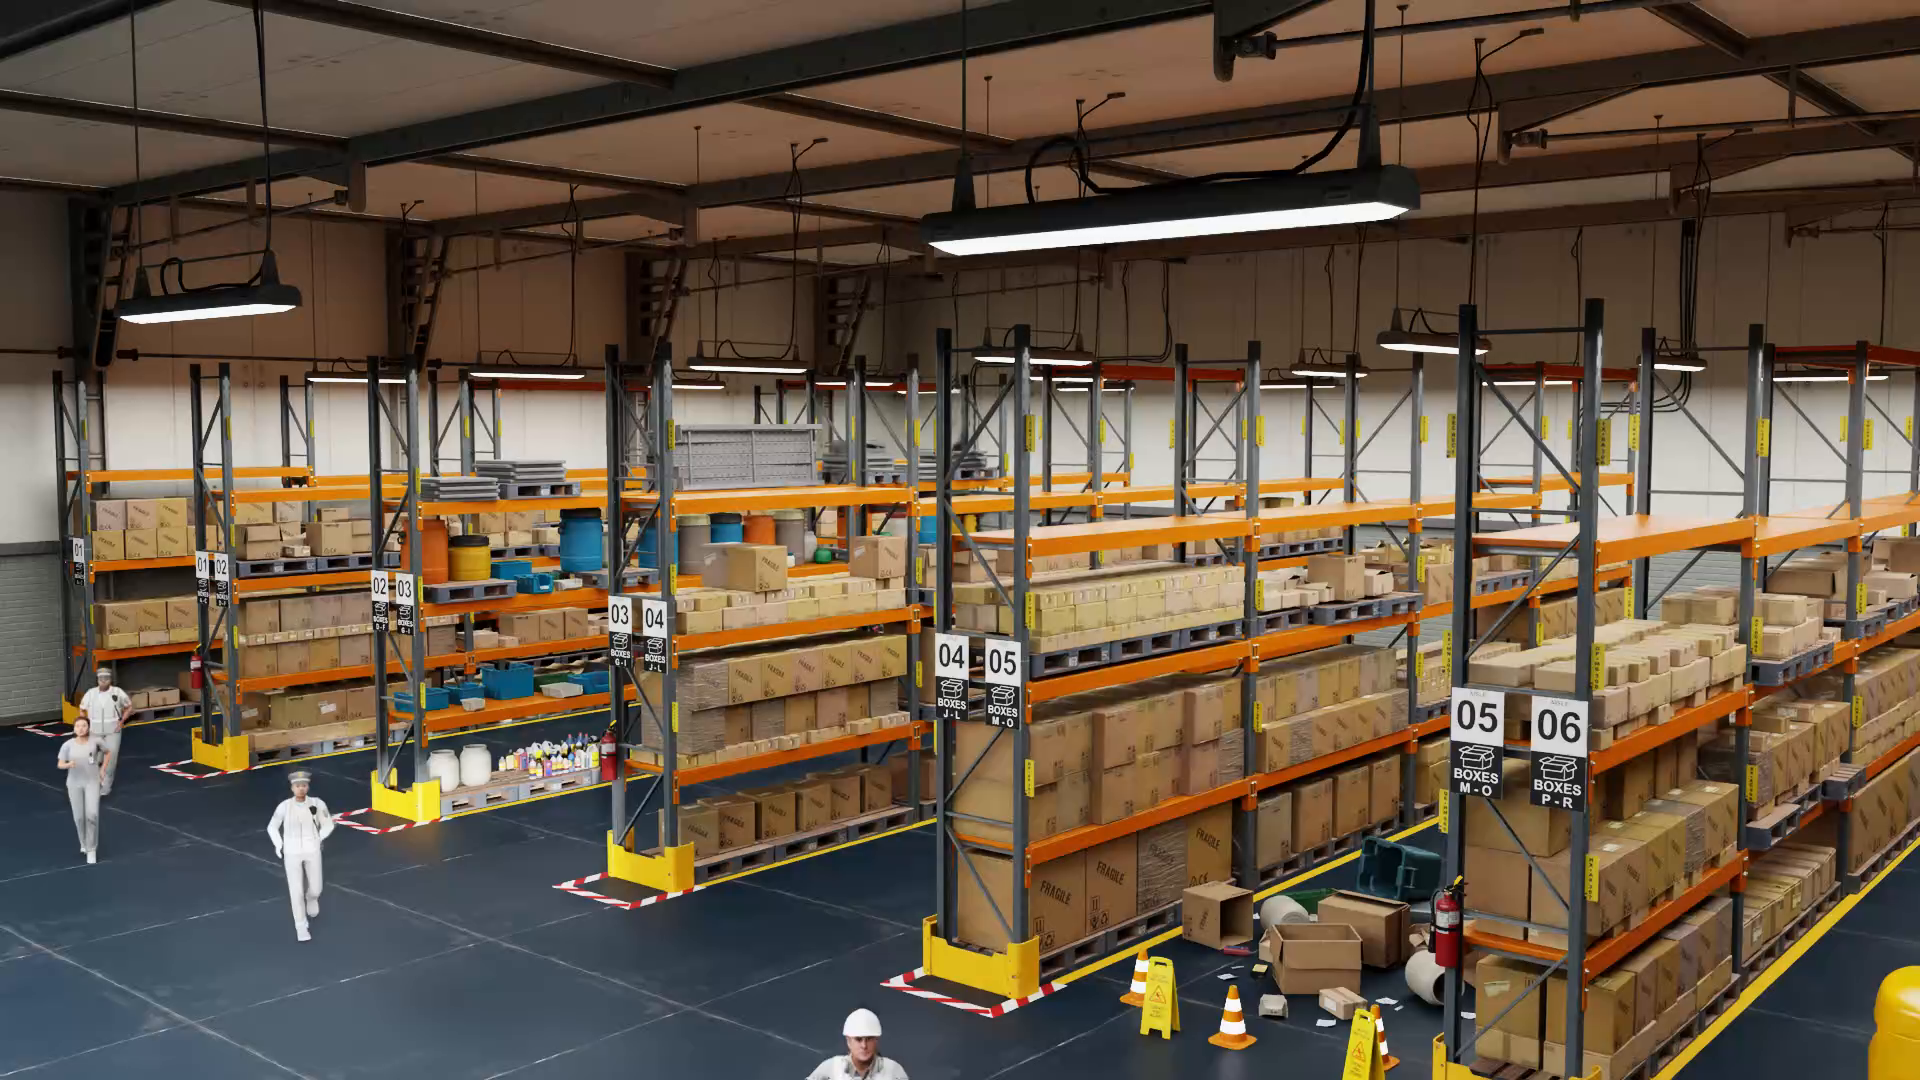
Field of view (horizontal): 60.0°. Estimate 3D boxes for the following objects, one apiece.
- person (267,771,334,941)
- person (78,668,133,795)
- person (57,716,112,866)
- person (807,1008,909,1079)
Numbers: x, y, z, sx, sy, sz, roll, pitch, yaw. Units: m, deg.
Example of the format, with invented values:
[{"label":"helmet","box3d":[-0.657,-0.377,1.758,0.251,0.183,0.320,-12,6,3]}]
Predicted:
[{"label":"person","box3d":[-6.615,3.130,16.700,0.621,1.654,0.698,-2,4,-23]},{"label":"person","box3d":[-11.894,2.638,23.159,0.675,1.748,0.659,-2,4,-22]},{"label":"person","box3d":[-10.285,2.919,19.521,0.527,1.723,0.716,-2,4,-21]},{"label":"person","box3d":[-0.561,3.582,9.550,0.652,1.813,0.898,-1,4,-10]}]
